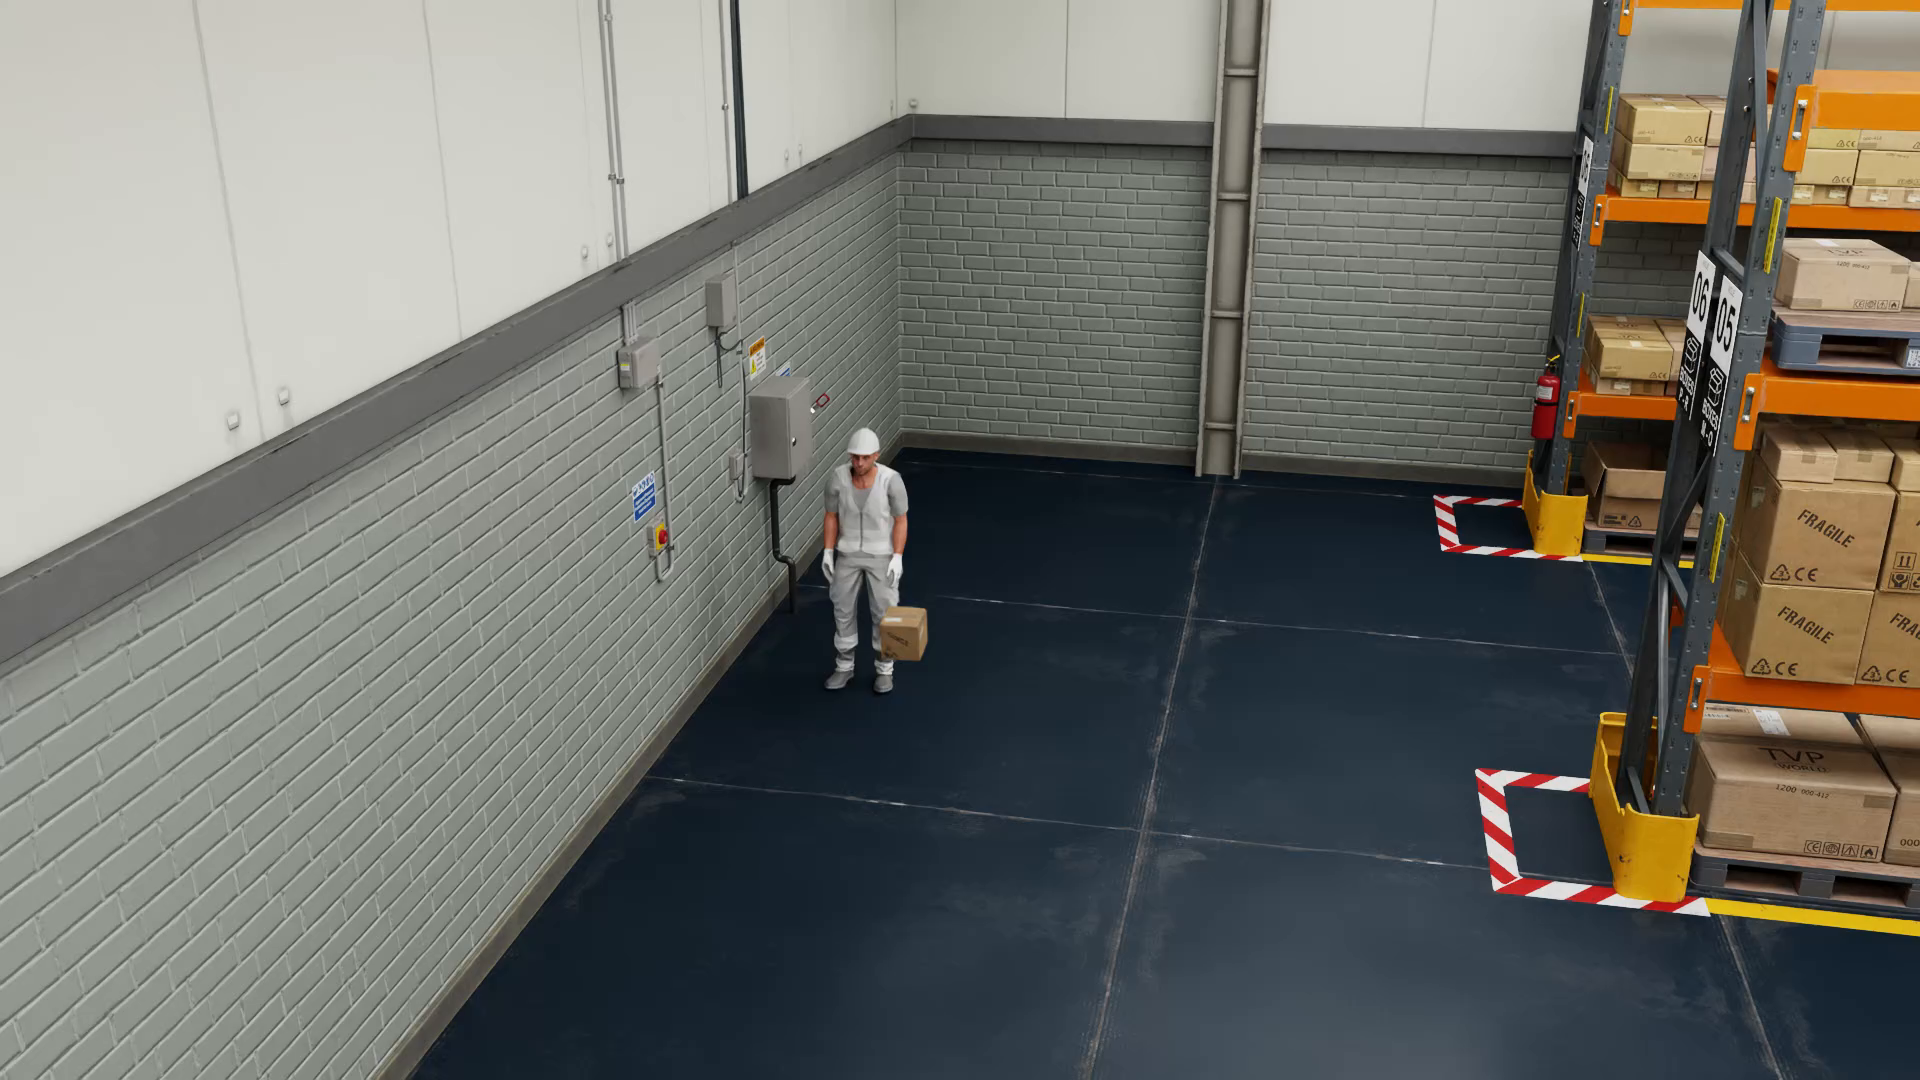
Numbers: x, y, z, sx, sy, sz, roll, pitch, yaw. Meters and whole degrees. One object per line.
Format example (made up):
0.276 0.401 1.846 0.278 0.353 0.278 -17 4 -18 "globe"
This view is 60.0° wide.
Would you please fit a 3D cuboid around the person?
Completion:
-0.611 0.120 10.749 0.553 1.785 0.416 4 22 10 "person"
